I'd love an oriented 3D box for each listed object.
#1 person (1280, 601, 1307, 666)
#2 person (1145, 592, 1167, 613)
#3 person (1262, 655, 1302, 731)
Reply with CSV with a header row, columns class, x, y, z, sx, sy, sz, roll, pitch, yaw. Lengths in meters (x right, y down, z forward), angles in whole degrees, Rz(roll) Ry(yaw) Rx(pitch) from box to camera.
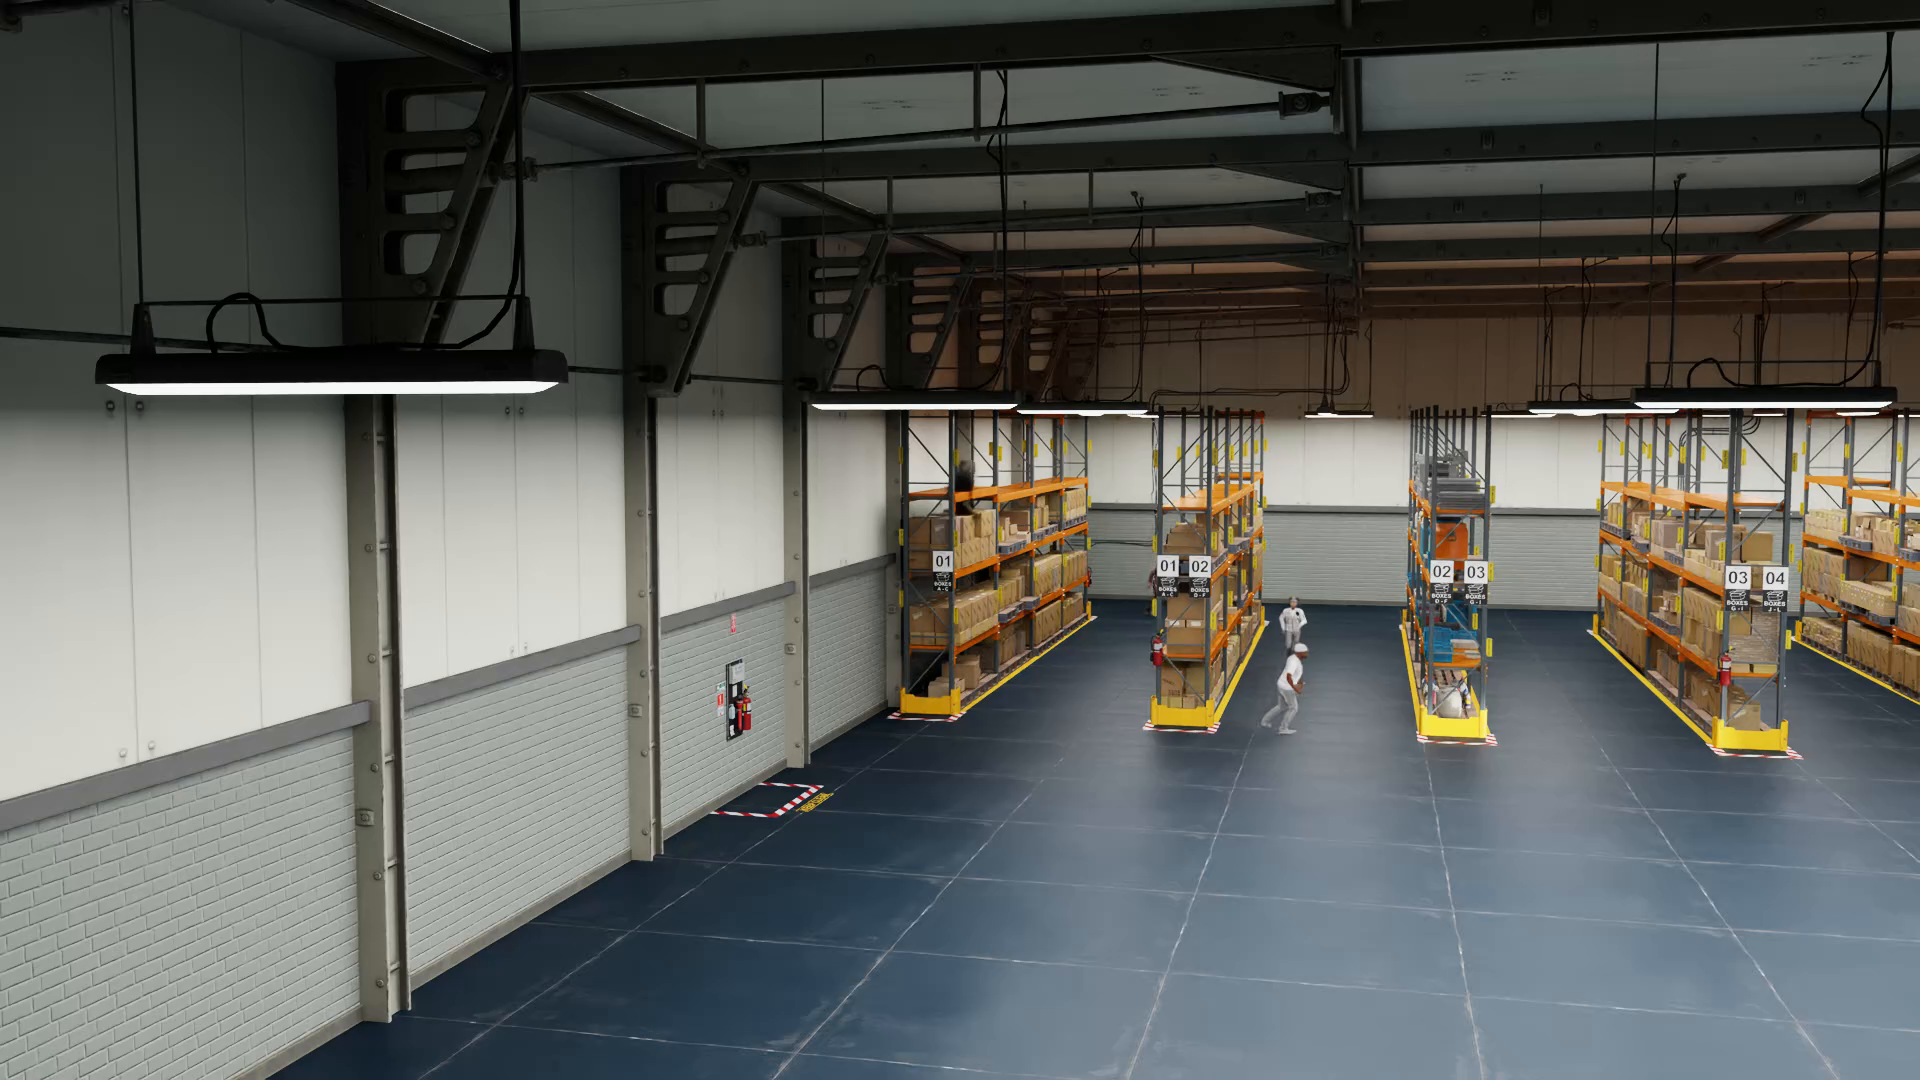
class,x,y,z,sx,sy,sz,roll,pitch,yaw
person,7.704,2.151,38.458,0.608,1.636,0.559,1,4,9
person,5.801,1.686,48.826,0.776,0.945,0.406,2,5,27
person,5.885,2.797,30.384,0.712,1.380,0.657,1,4,7
